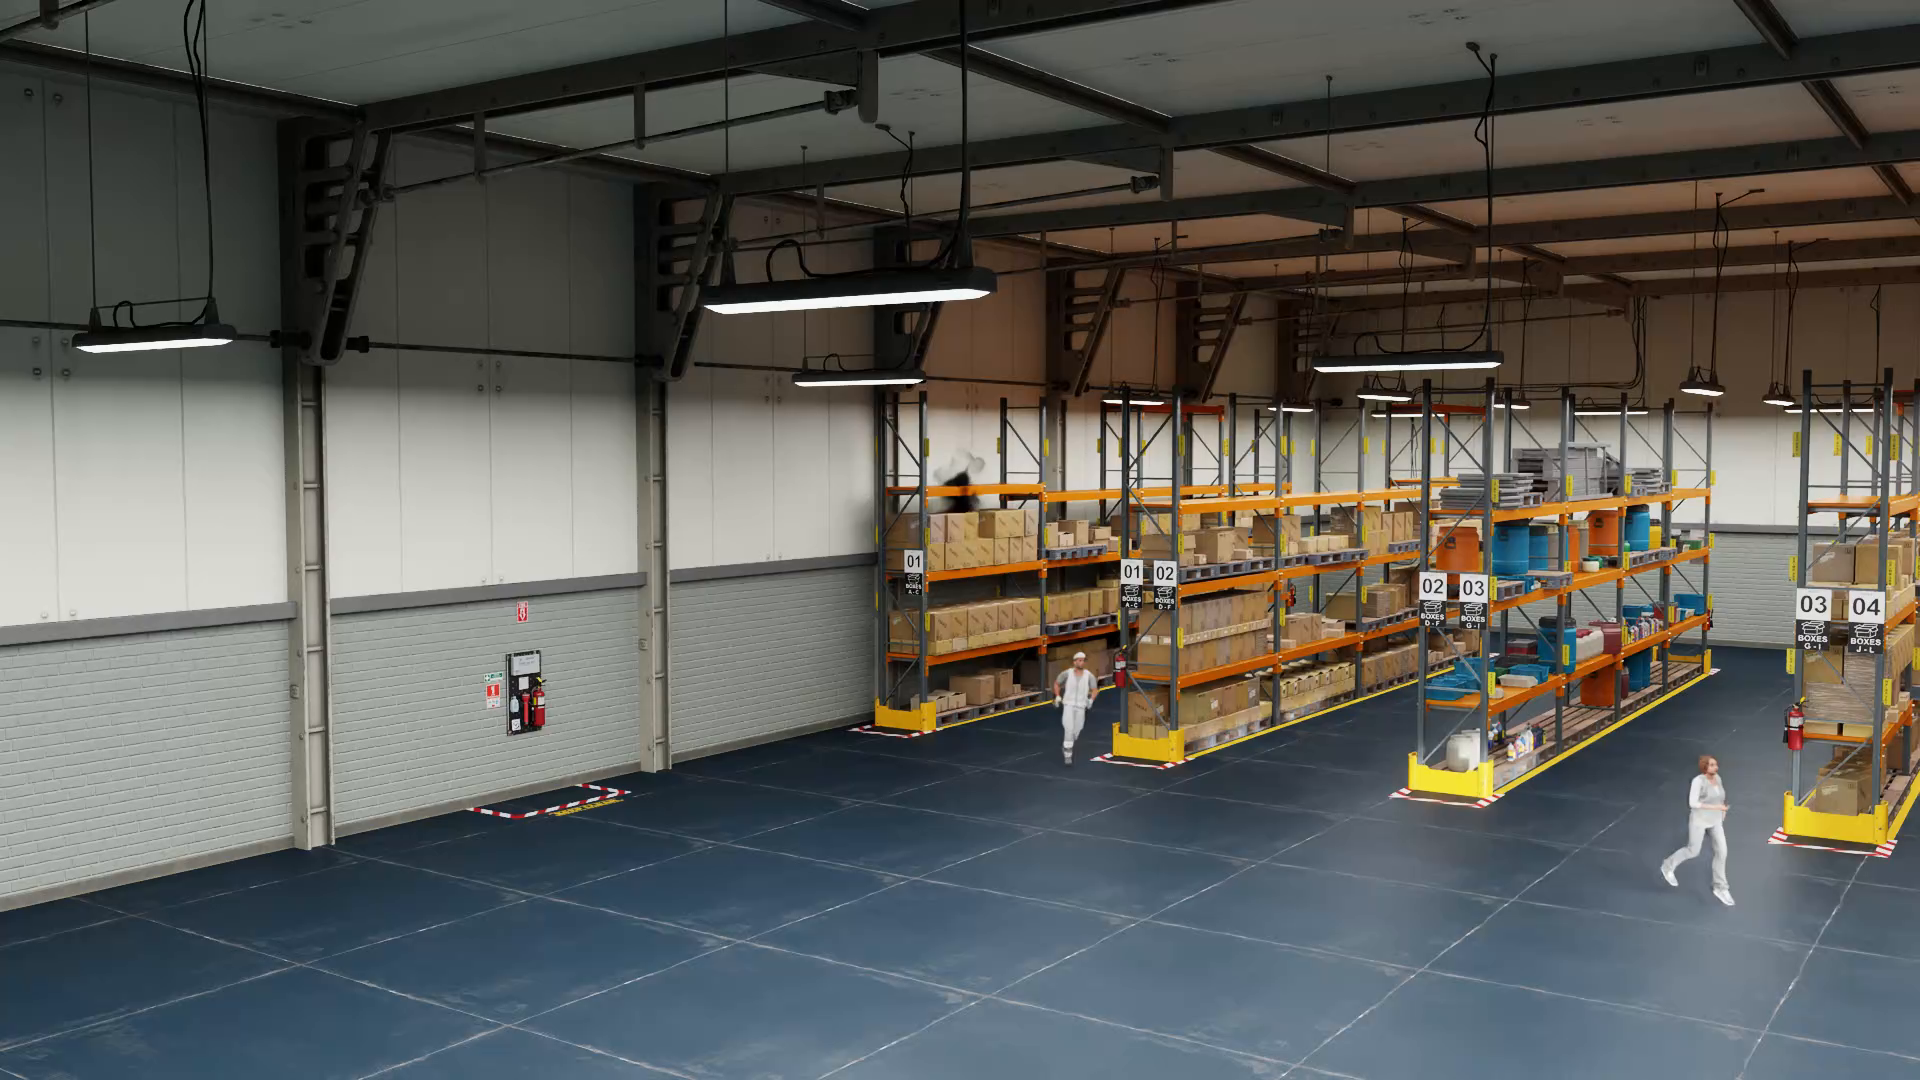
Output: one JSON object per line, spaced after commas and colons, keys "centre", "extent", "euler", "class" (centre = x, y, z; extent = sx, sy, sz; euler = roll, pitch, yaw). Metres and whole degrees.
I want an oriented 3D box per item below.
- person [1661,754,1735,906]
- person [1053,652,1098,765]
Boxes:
{"centre": [8.251, 3.173, 18.506], "extent": [0.548, 1.618, 0.875], "euler": [-1, 3, -21], "class": "person"}
{"centre": [1.848, 2.664, 26.542], "extent": [0.705, 1.756, 0.721], "euler": [0, 3, -3], "class": "person"}
